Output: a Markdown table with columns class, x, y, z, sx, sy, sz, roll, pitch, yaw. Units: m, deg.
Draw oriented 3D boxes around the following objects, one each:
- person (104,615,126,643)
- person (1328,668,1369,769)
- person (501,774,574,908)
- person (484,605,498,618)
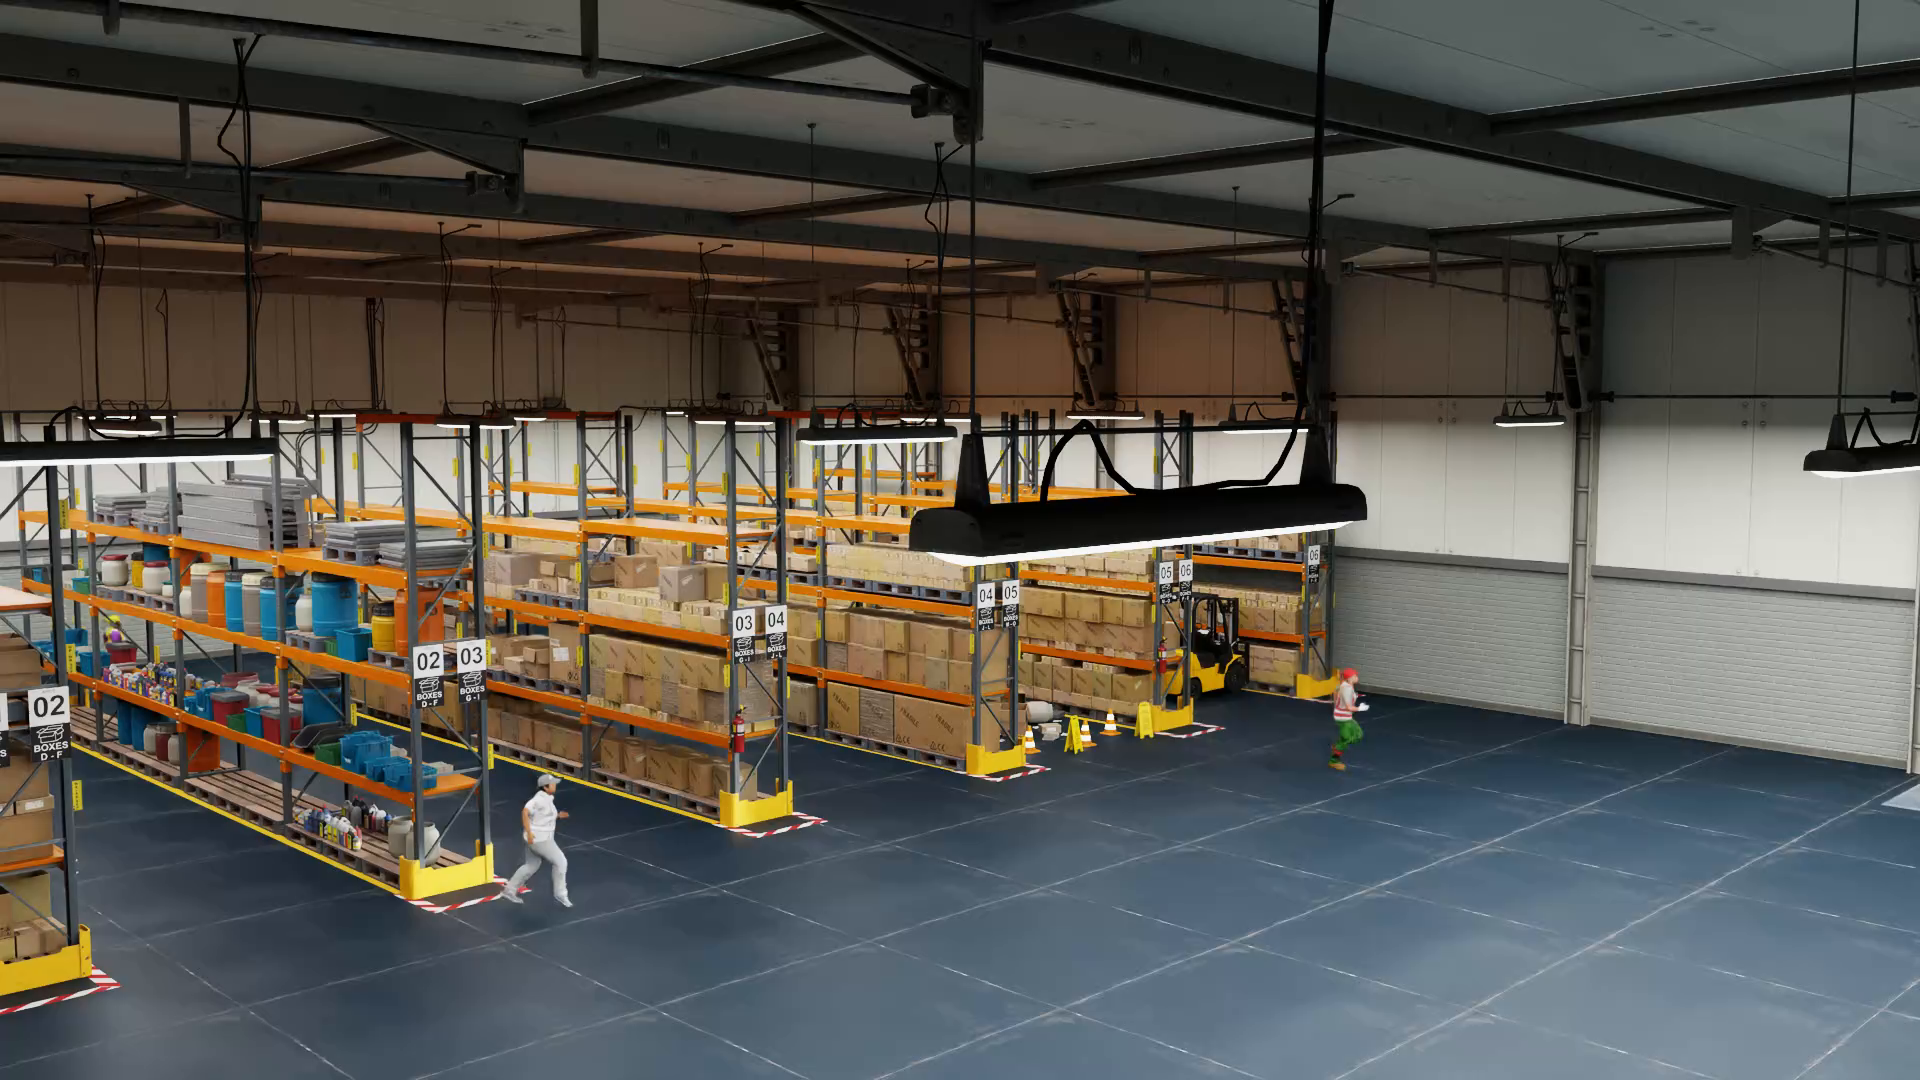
| class | x | y | z | sx | sy | sz | roll | pitch | yaw |
| --- | --- | --- | --- | --- | --- | --- | --- | --- | --- |
| person | -17.740 | 2.430 | 35.040 | 0.600 | 1.719 | 0.695 | -4 | 6 | -36 |
| person | 6.582 | 3.017 | 28.138 | 0.657 | 1.728 | 0.707 | 1 | 5 | 14 |
| person | -5.221 | 3.737 | 20.506 | 0.856 | 1.713 | 0.627 | -1 | 5 | -17 |
| person | -11.433 | 2.030 | 40.164 | 0.489 | 1.648 | 0.690 | -3 | 6 | -32 |
